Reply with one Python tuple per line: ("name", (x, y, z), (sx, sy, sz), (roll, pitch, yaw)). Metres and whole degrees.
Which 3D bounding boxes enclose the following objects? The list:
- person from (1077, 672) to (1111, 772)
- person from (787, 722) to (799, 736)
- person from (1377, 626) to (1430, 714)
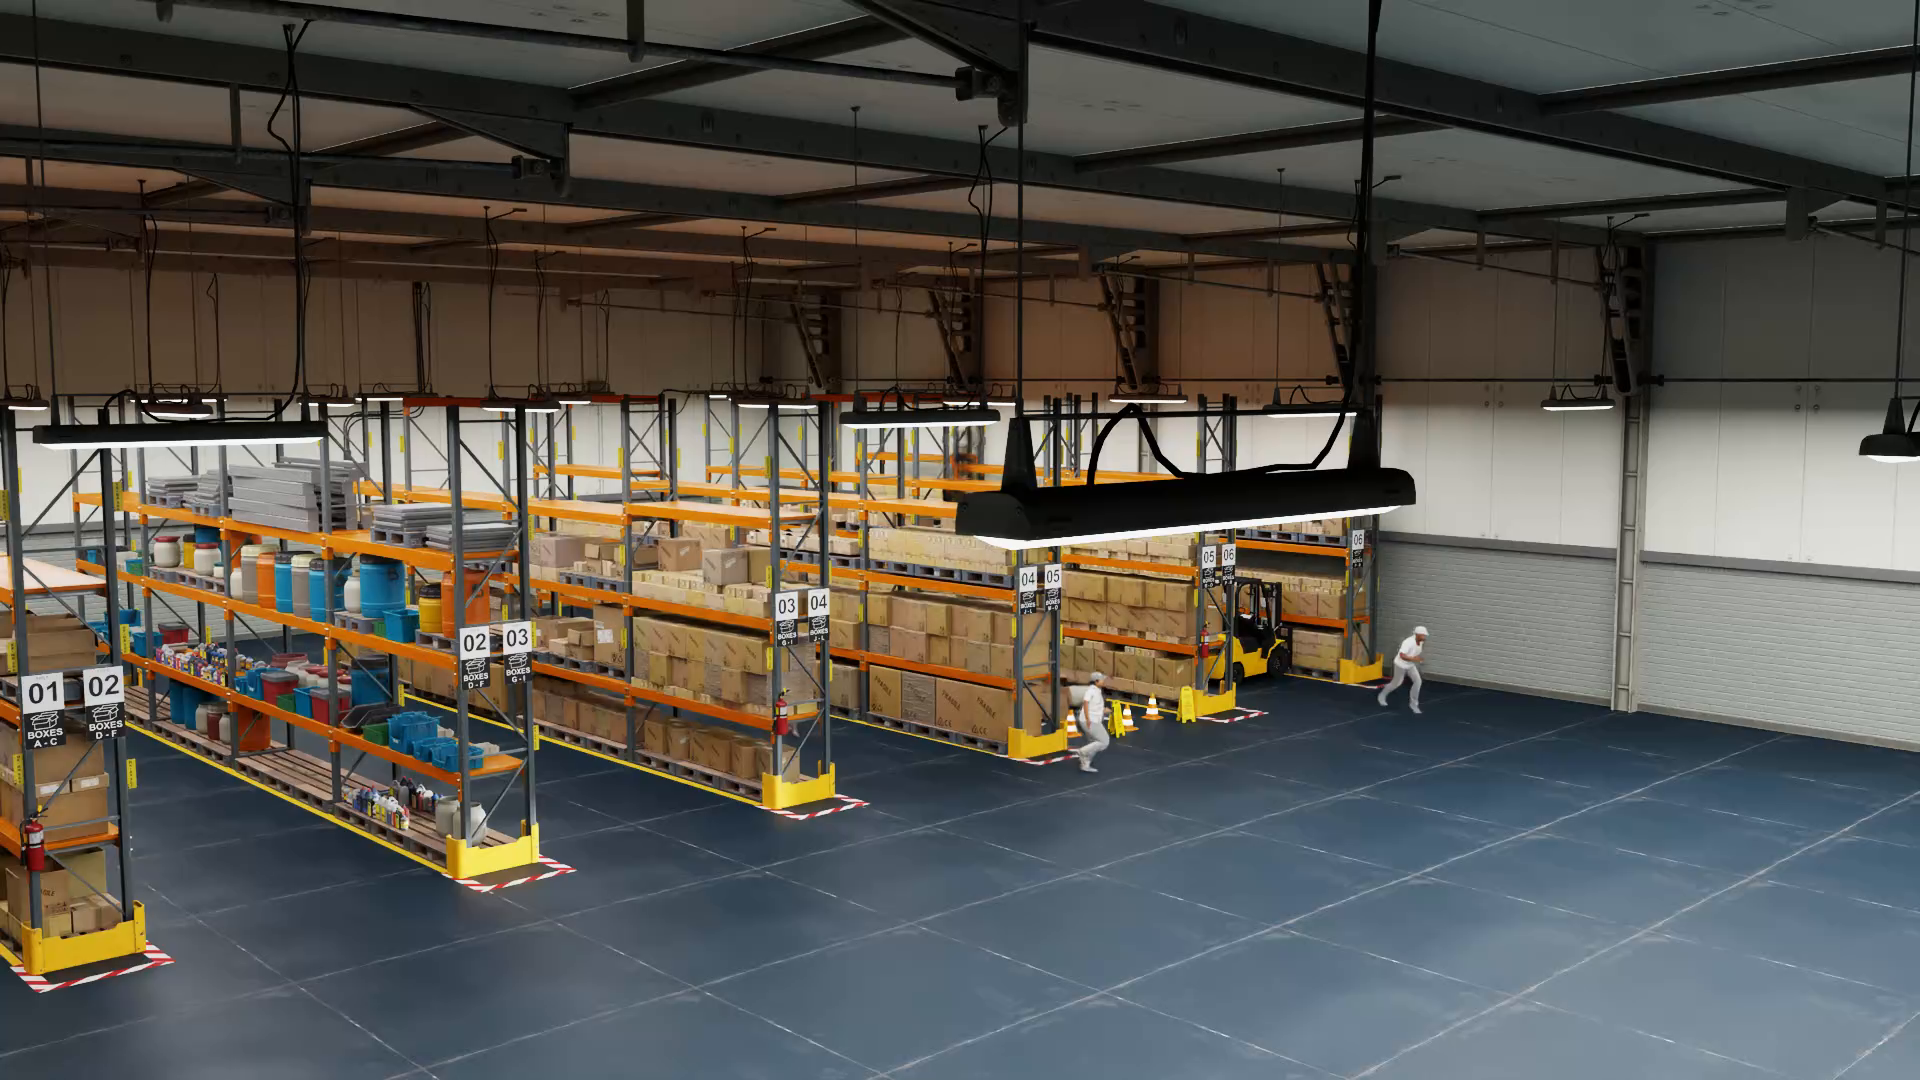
("person", (2.185, 2.941, 26.835), (0.552, 1.621, 0.591), (0, 6, -2))
("person", (-2.954, 2.643, 29.653), (0.719, 1.723, 0.551), (3, 6, 28))
("person", (8.473, 2.458, 31.776), (1.041, 1.717, 0.747), (5, 8, 43))
